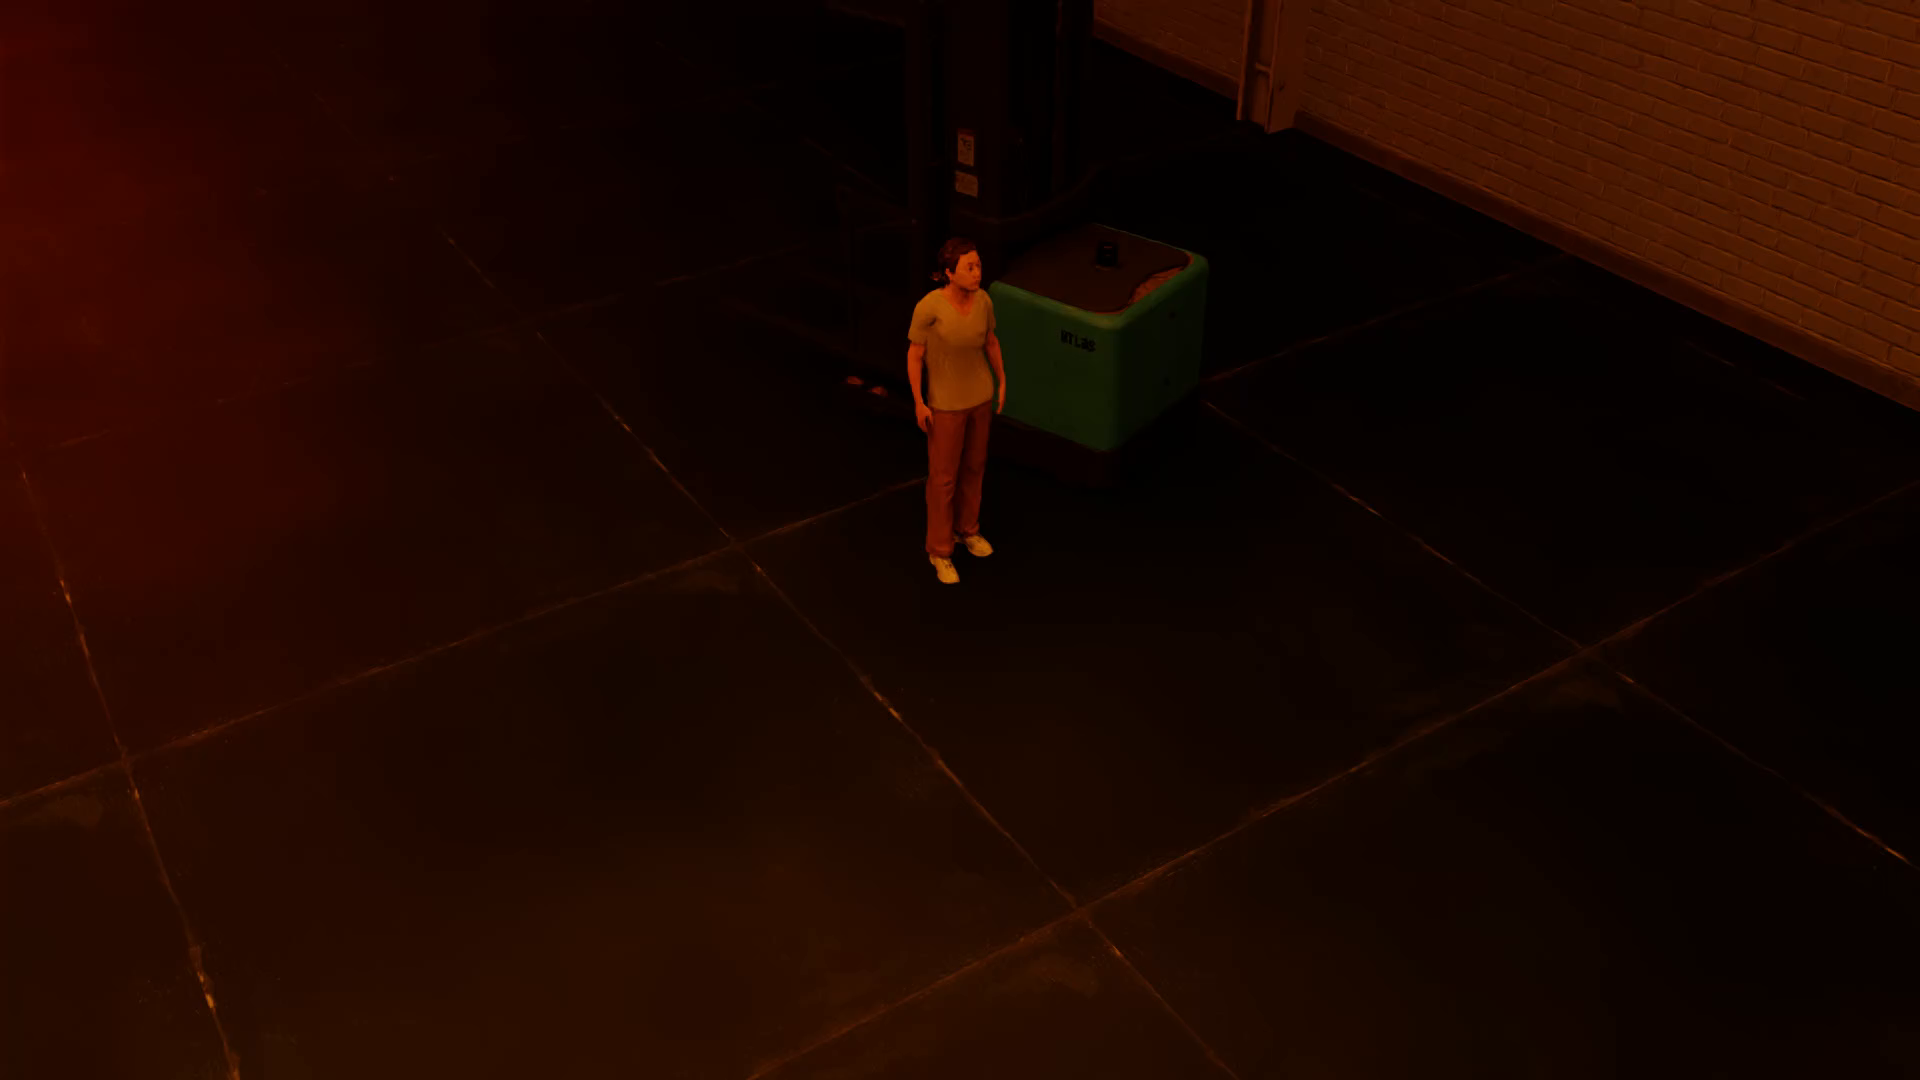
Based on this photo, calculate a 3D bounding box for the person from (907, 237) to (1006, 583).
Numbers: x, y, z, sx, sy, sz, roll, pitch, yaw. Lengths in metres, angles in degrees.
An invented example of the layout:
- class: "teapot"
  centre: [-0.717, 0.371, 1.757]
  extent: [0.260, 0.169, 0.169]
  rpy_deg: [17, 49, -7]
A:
- class: "person"
  centre: [0.031, -0.652, 8.156]
  extent: [0.554, 1.674, 0.548]
  rpy_deg: [-21, 40, -27]

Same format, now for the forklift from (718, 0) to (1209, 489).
- class: "forklift"
  centre: [-0.112, -2.151, 9.209]
  extent: [3.031, 2.935, 1.130]
  rpy_deg: [23, 41, 29]
